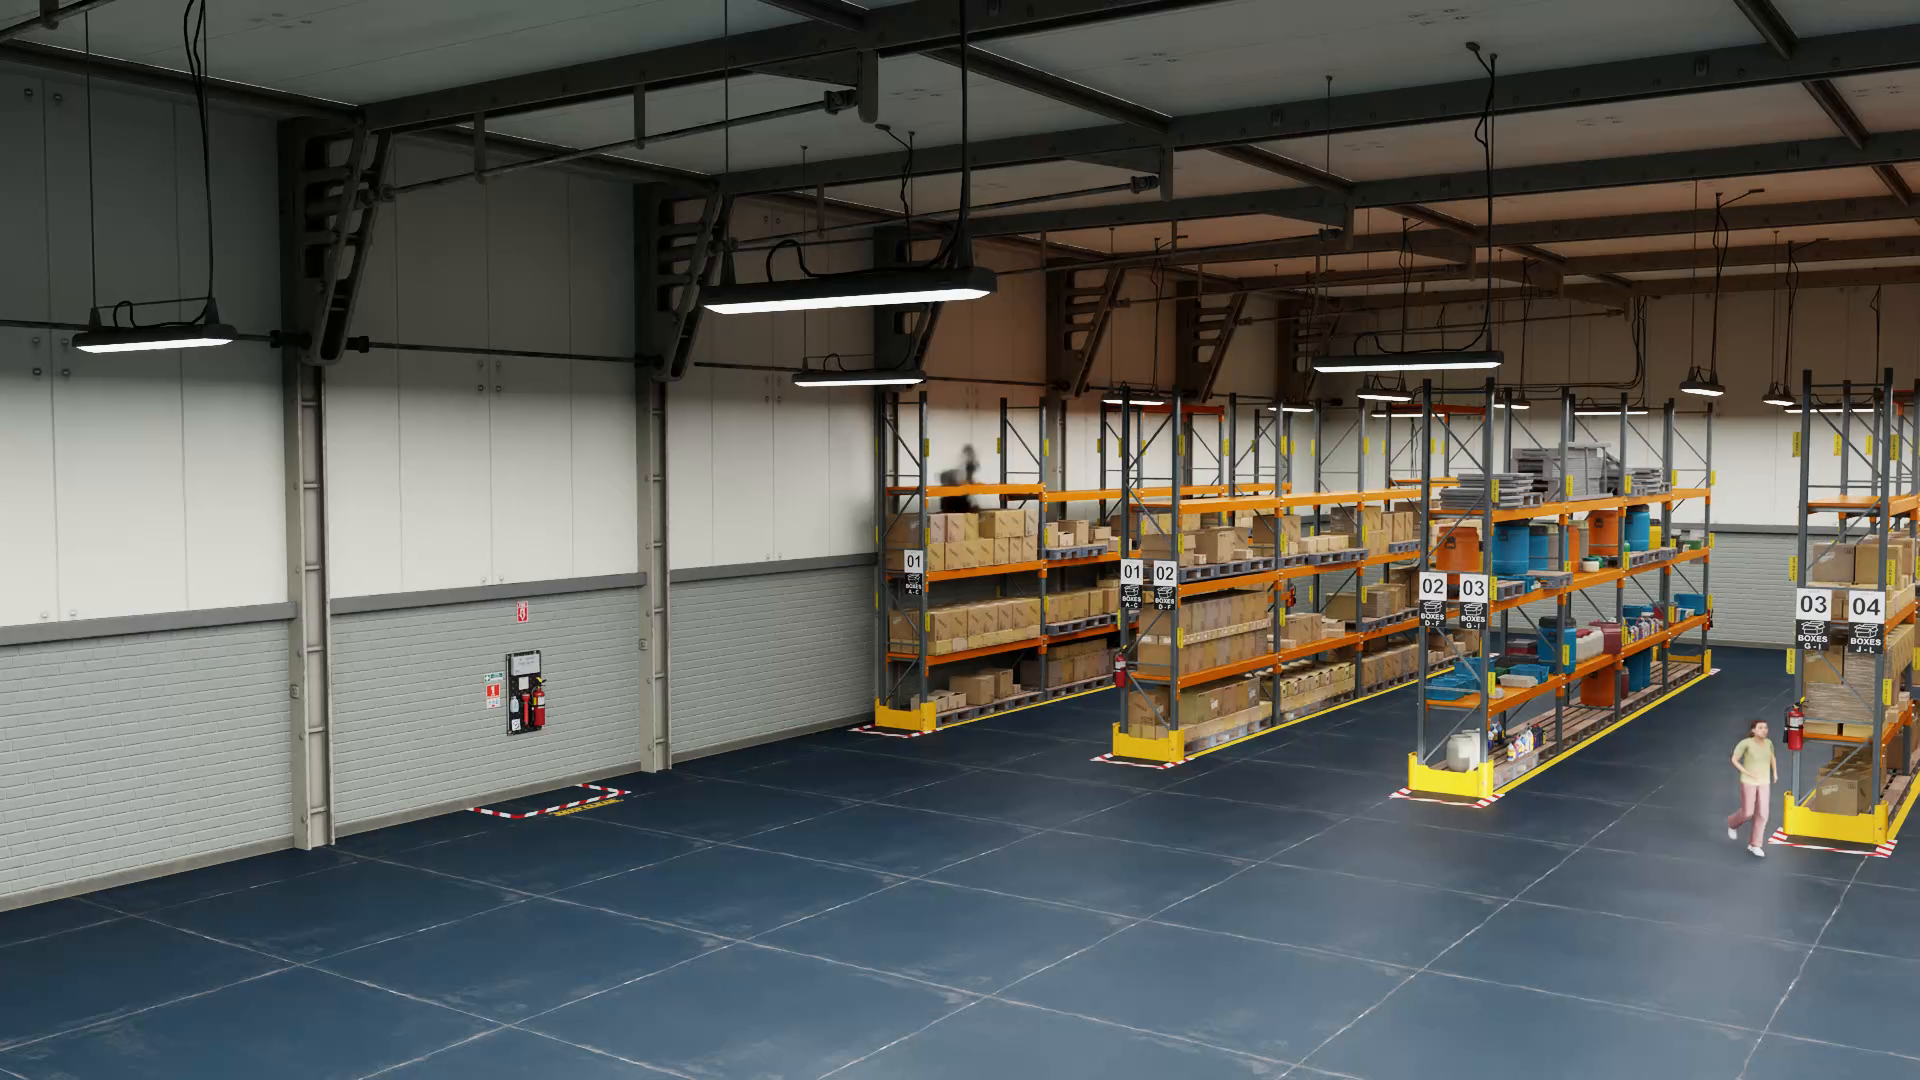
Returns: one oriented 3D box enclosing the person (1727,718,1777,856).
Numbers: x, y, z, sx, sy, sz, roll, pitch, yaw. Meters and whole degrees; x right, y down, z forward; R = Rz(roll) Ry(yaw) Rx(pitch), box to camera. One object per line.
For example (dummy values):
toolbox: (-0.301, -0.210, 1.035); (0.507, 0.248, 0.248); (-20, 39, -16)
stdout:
person: (9.891, 3.039, 20.721); (0.604, 1.669, 0.752); (0, 3, -4)
